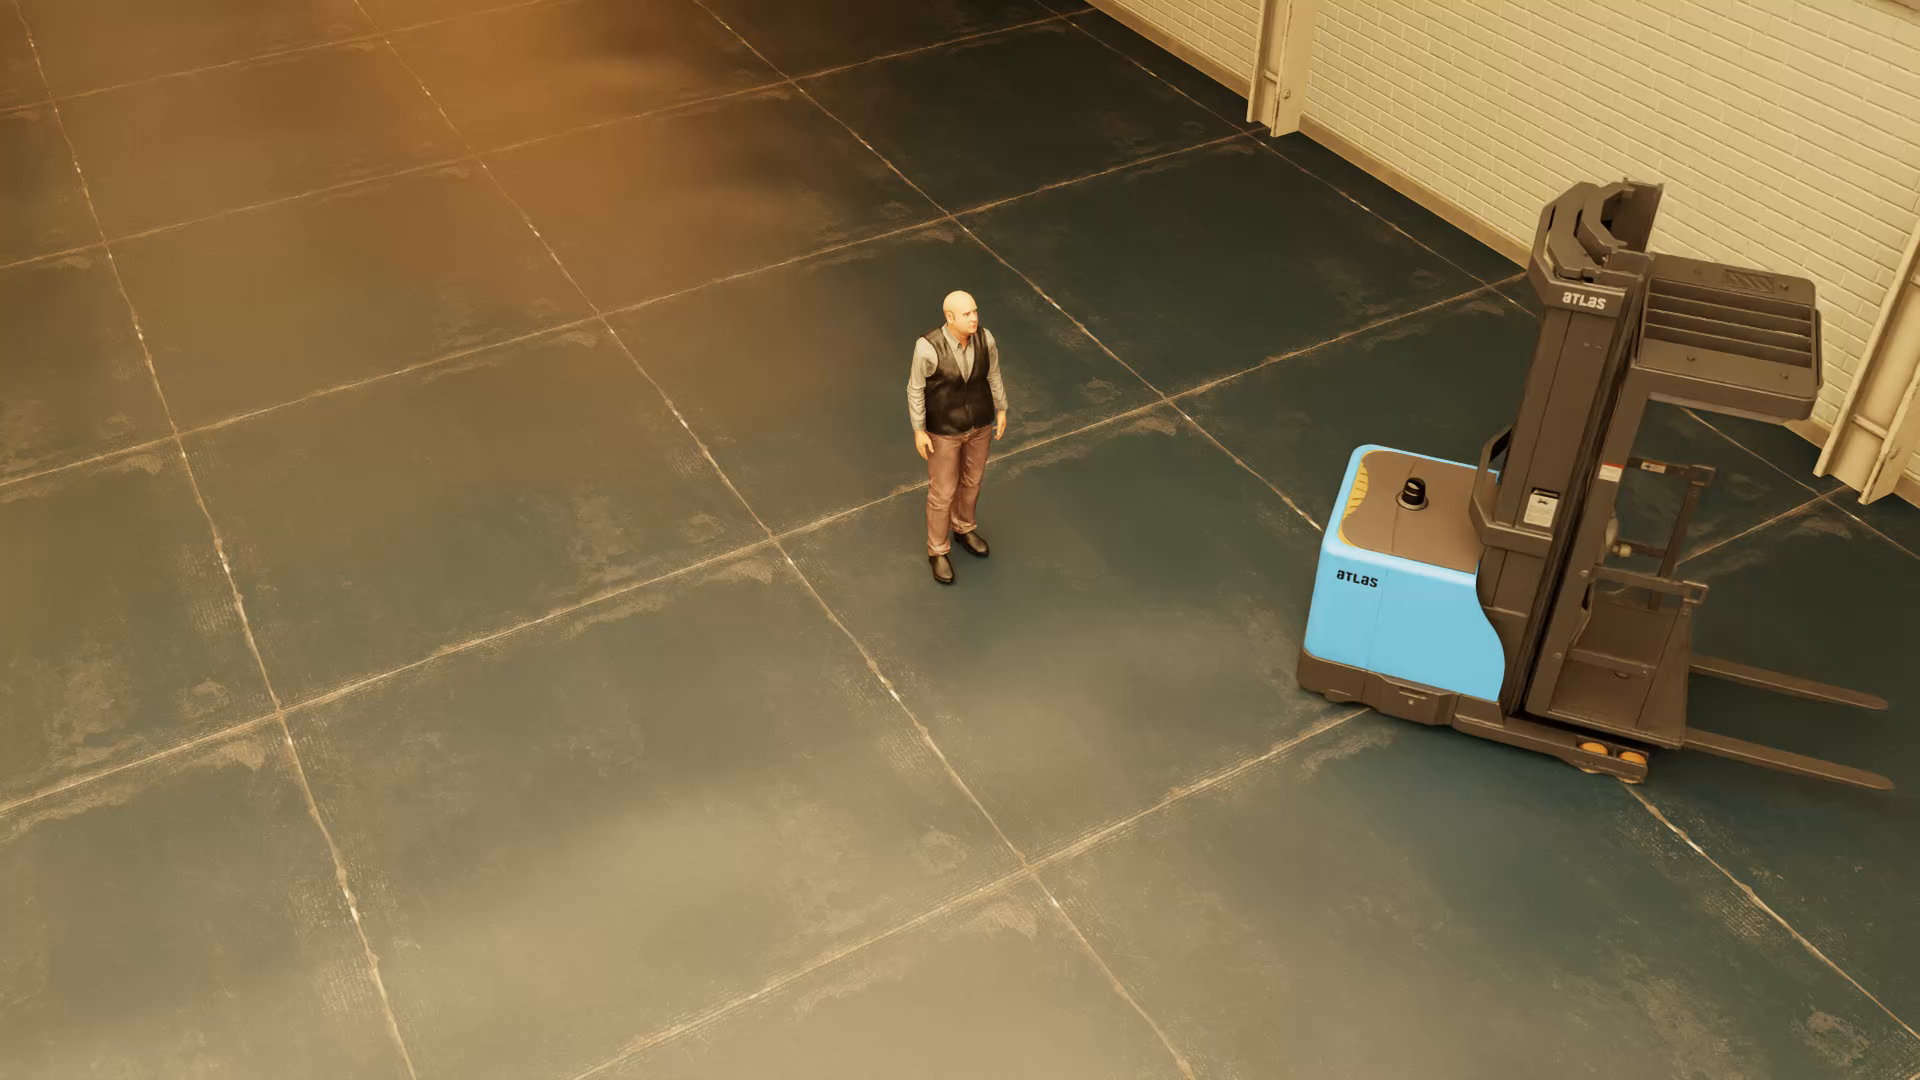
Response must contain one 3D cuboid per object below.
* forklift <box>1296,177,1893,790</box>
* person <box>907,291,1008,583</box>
[{"bbox_3d":[3.450,-0.232,8.315,3.031,2.935,1.130,14,42,16],"label":"forklift"},{"bbox_3d":[0.025,-0.632,9.733,0.633,1.721,0.568,-20,44,-23],"label":"person"}]
